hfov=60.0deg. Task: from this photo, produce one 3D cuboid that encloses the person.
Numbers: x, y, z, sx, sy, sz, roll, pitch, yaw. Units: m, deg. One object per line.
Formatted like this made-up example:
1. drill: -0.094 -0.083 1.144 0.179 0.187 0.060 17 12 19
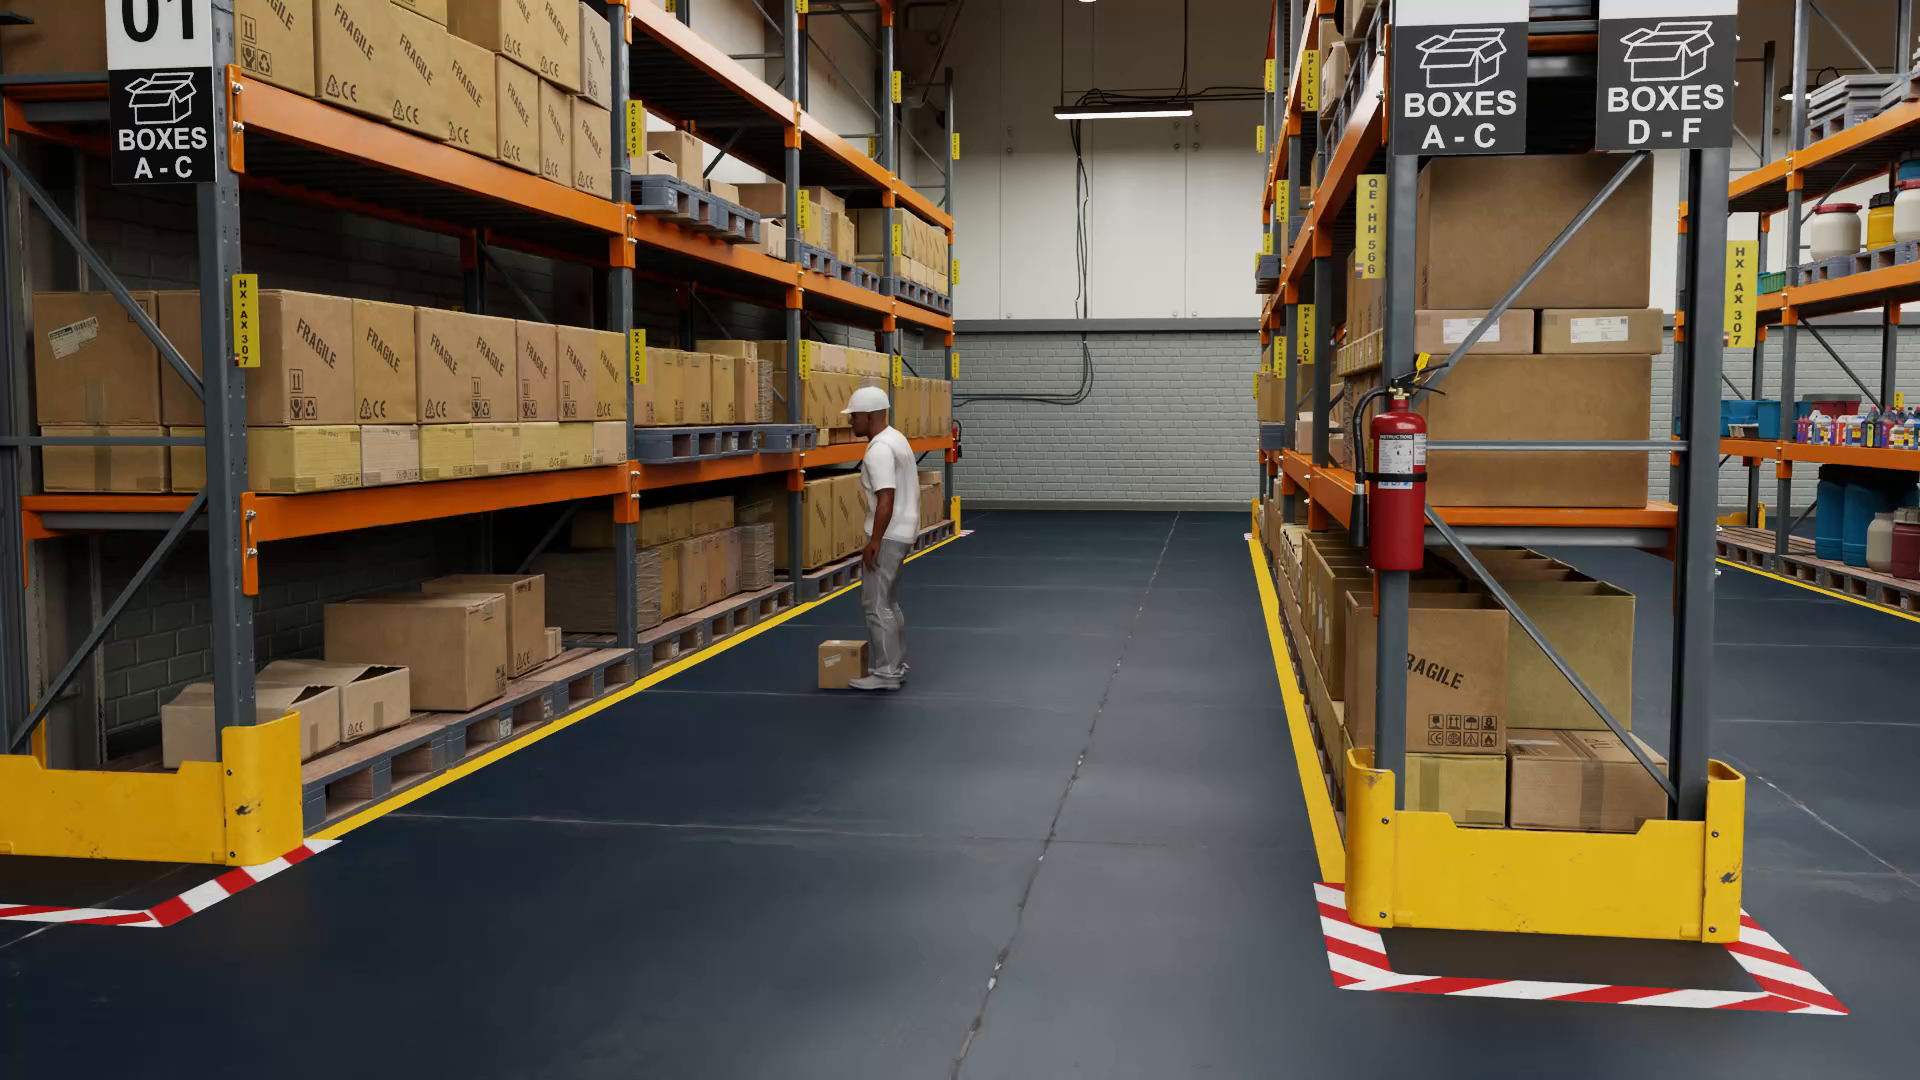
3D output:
1. person: -0.463 -0.014 9.724 0.460 1.759 0.629 0 4 5
